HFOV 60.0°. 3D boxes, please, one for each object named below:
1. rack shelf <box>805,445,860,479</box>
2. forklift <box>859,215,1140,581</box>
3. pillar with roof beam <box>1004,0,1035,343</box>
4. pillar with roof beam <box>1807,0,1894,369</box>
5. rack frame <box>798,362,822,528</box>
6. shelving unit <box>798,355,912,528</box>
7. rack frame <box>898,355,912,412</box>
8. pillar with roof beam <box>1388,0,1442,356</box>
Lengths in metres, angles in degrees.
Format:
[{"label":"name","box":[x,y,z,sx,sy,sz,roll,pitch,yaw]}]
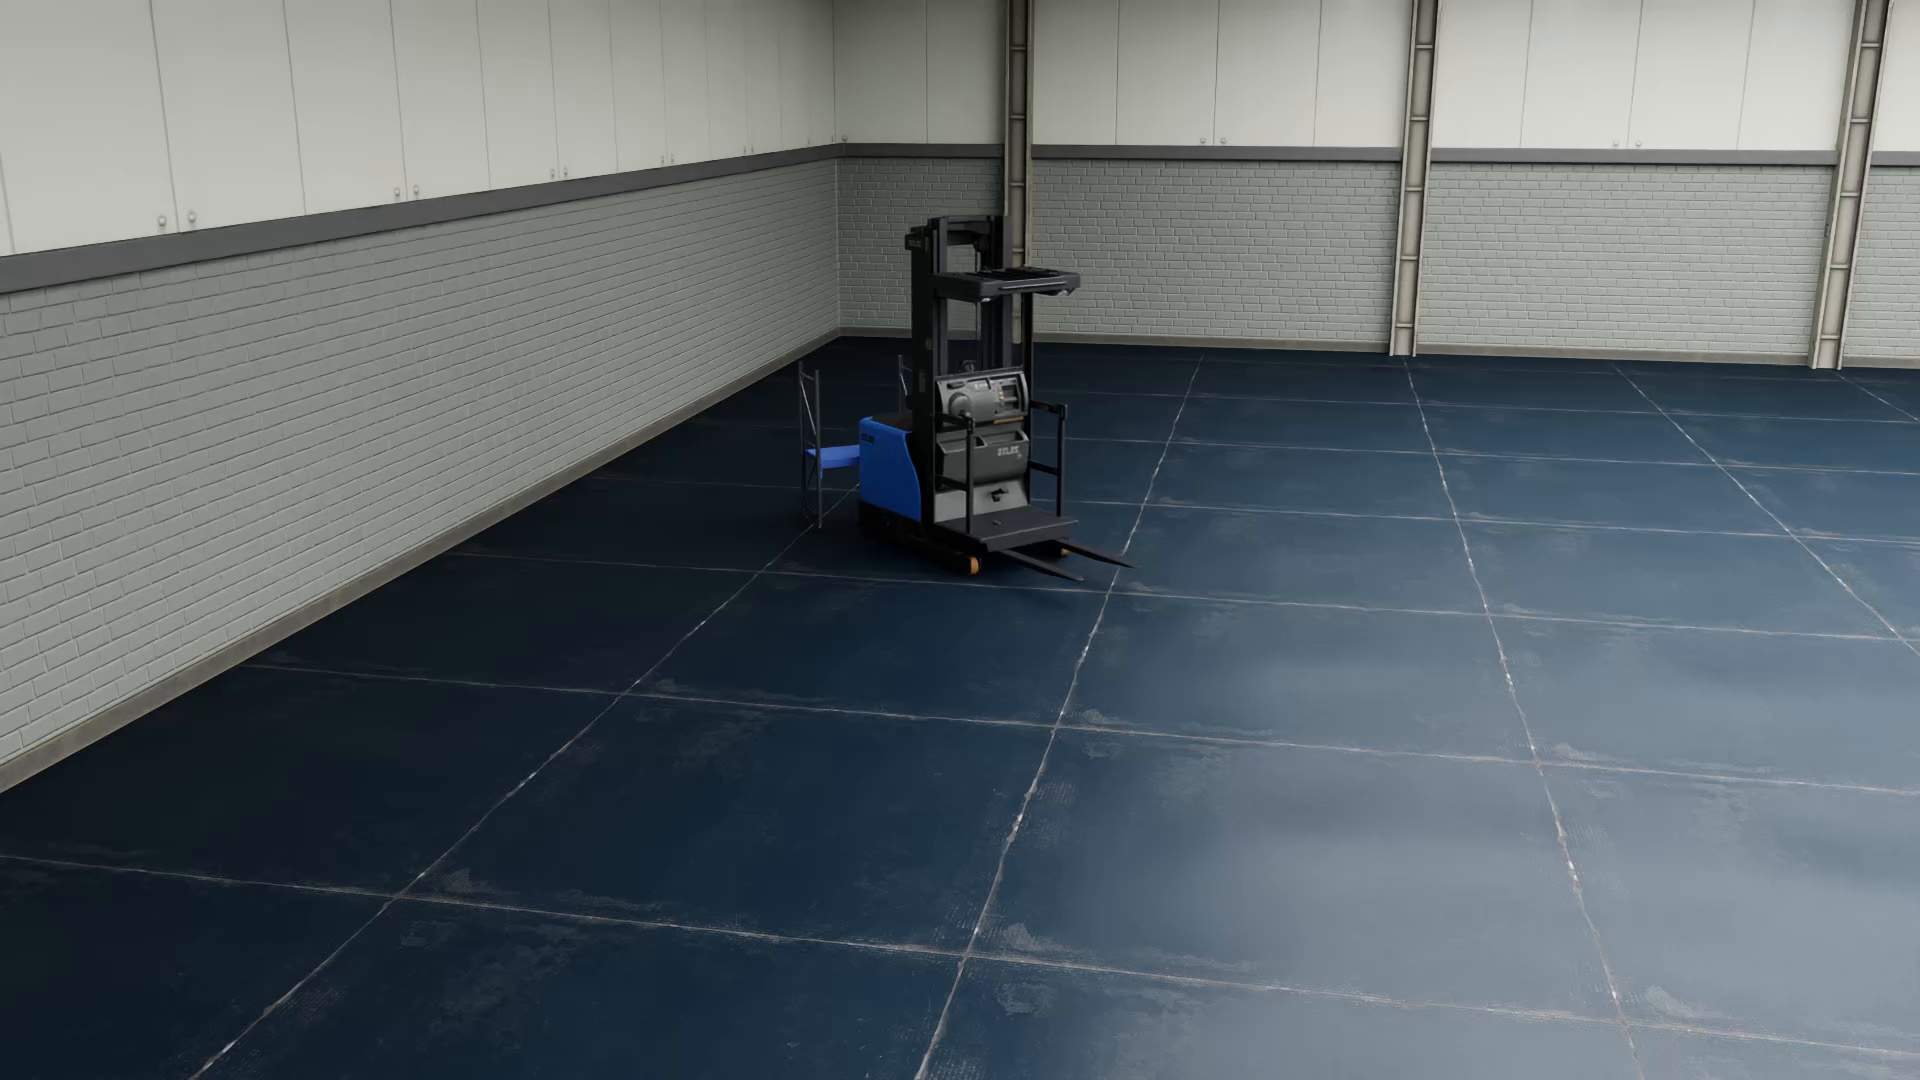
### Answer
[{"label":"rack shelf","box":[-0.949,-0.780,15.929,1.000,0.185,0.538,-7,17,-23]},{"label":"forklift","box":[0.326,-1.257,14.298,1.130,2.935,3.031,-11,19,-34]},{"label":"pillar with roof beam","box":[0.056,-6.384,21.441,0.400,9.000,9.100,3,16,11]},{"label":"pillar with roof beam","box":[11.816,-5.746,19.137,0.400,9.000,9.100,3,16,11]},{"label":"rack frame","box":[-1.414,-0.898,15.681,0.032,1.500,0.500,-7,17,-23]},{"label":"shelving unit","box":[-0.949,-0.953,15.881,1.048,1.500,0.538,-7,17,-23]},{"label":"rack frame","box":[-0.485,-1.008,16.081,0.032,1.500,0.500,-7,17,-23]},{"label":"pillar with roof beam","box":[5.936,-6.065,20.289,0.400,9.000,9.100,3,16,11]}]
